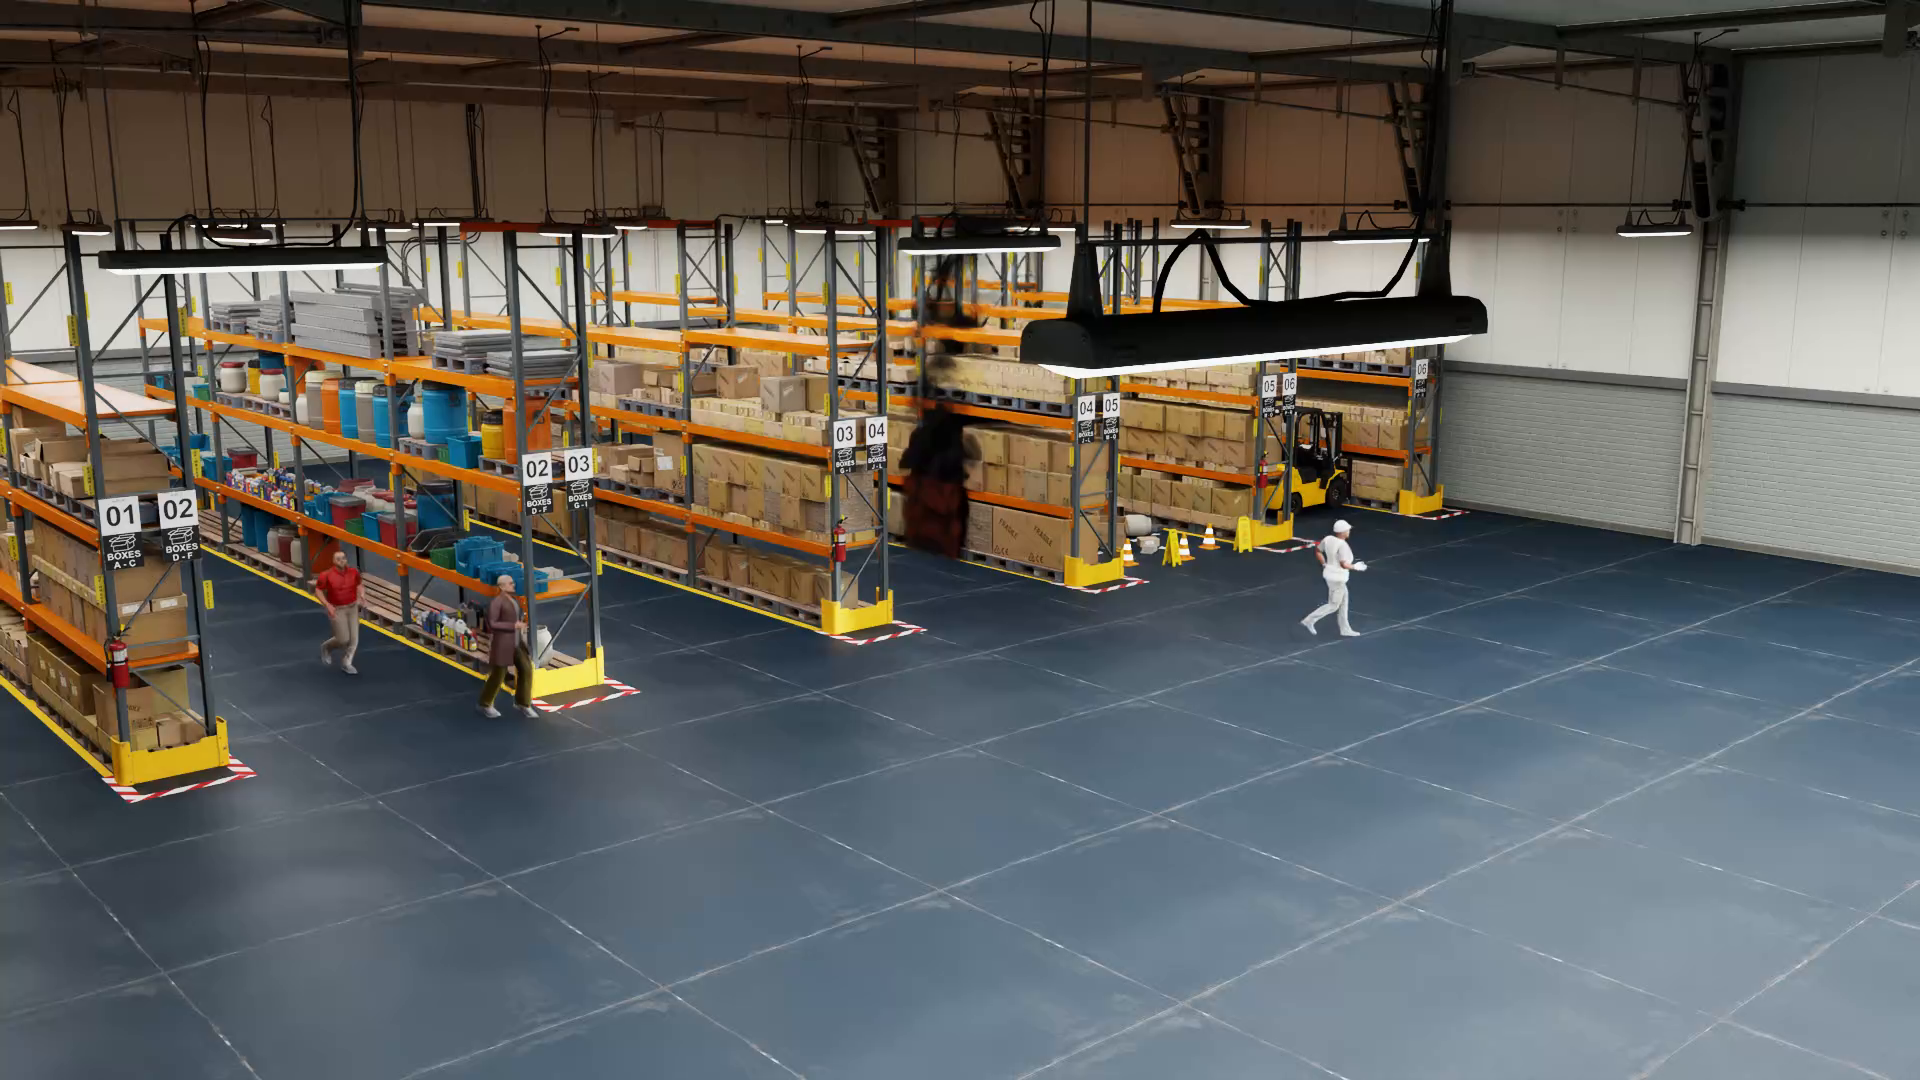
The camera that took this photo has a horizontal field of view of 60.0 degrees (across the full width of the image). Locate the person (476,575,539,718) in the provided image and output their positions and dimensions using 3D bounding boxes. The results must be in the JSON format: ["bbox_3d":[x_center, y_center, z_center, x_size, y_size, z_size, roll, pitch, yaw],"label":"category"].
[{"bbox_3d":[-5.660,1.343,20.766,0.764,1.854,0.731,3,12,14],"label":"person"}]

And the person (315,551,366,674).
[{"bbox_3d":[-8.442,0.980,22.793,0.604,1.700,0.653,10,15,41],"label":"person"}]

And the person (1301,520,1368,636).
[{"bbox_3d":[5.482,0.583,24.459,0.967,1.773,0.663,-2,12,-9],"label":"person"}]
